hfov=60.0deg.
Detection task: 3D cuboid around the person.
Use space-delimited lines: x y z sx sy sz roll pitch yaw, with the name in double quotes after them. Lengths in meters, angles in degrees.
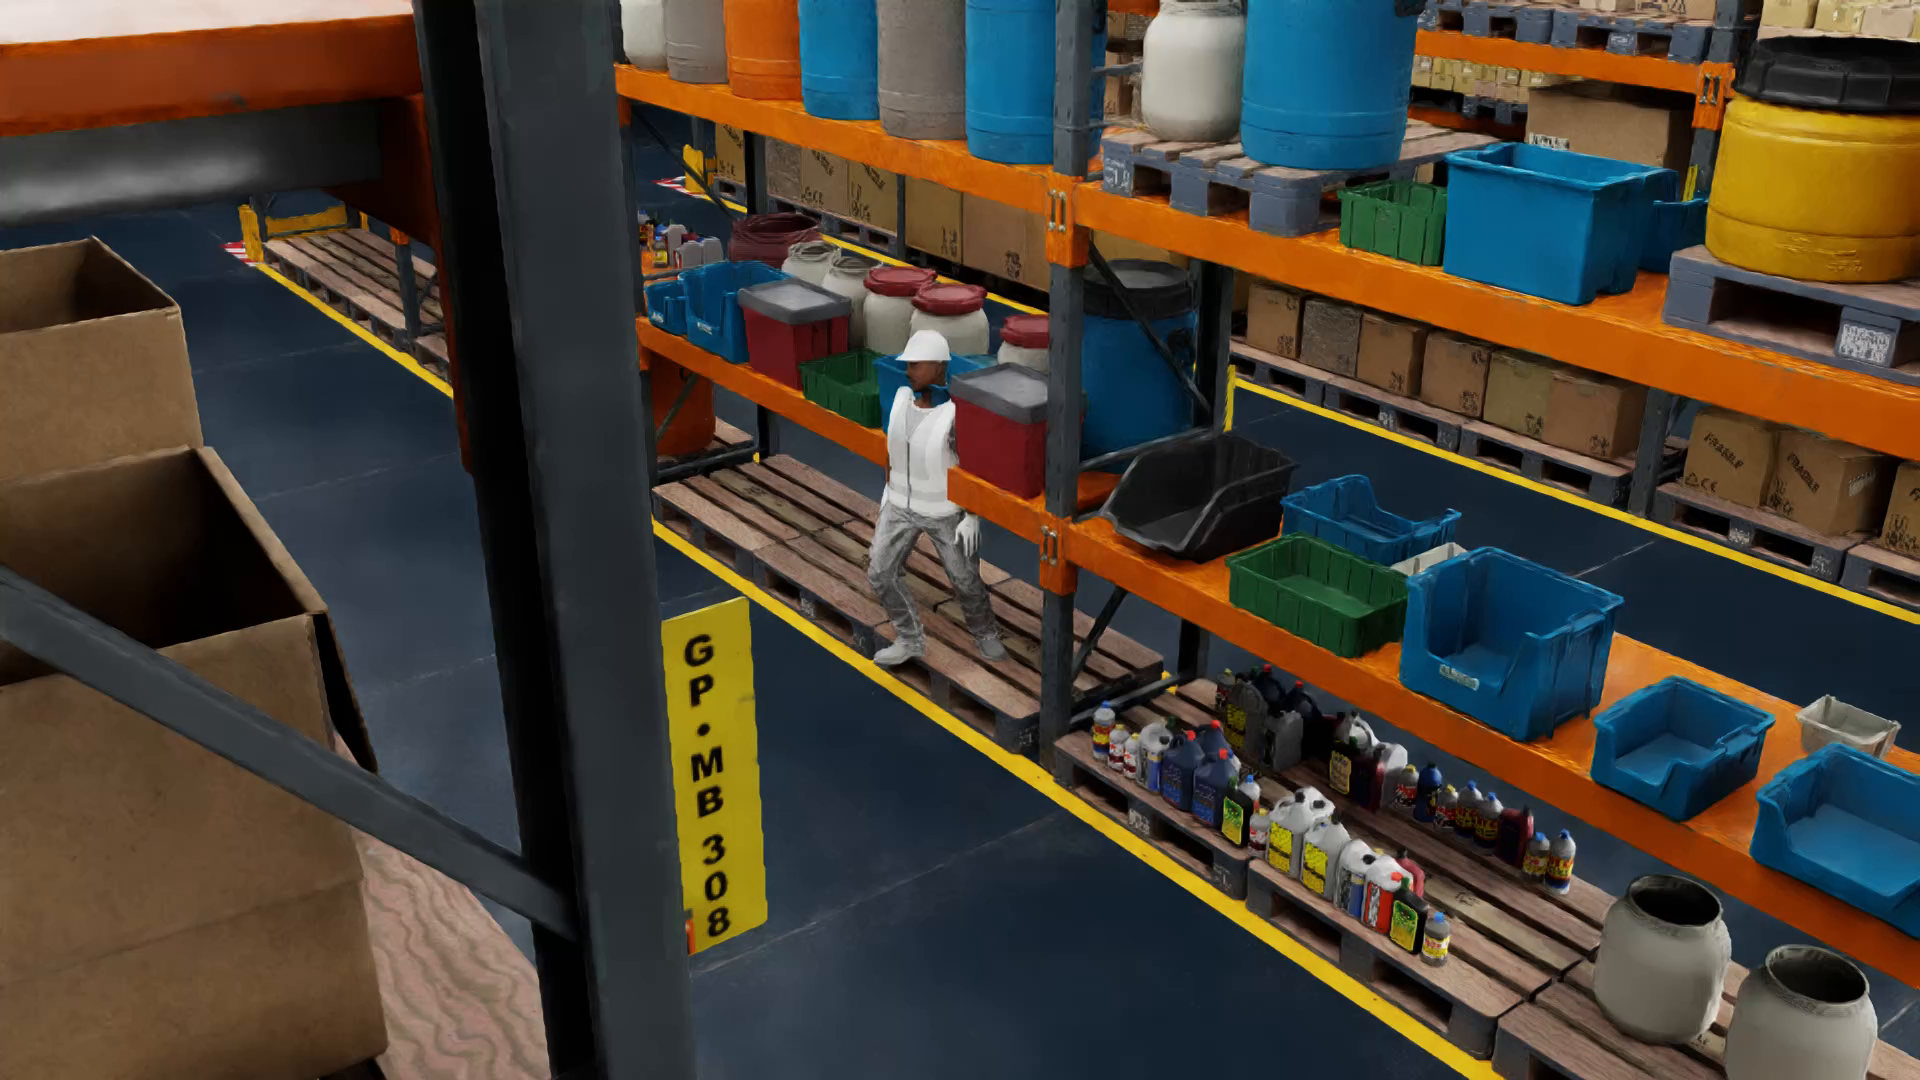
-0.133 -0.196 8.178 0.702 1.719 0.603 16 29 32 "person"
